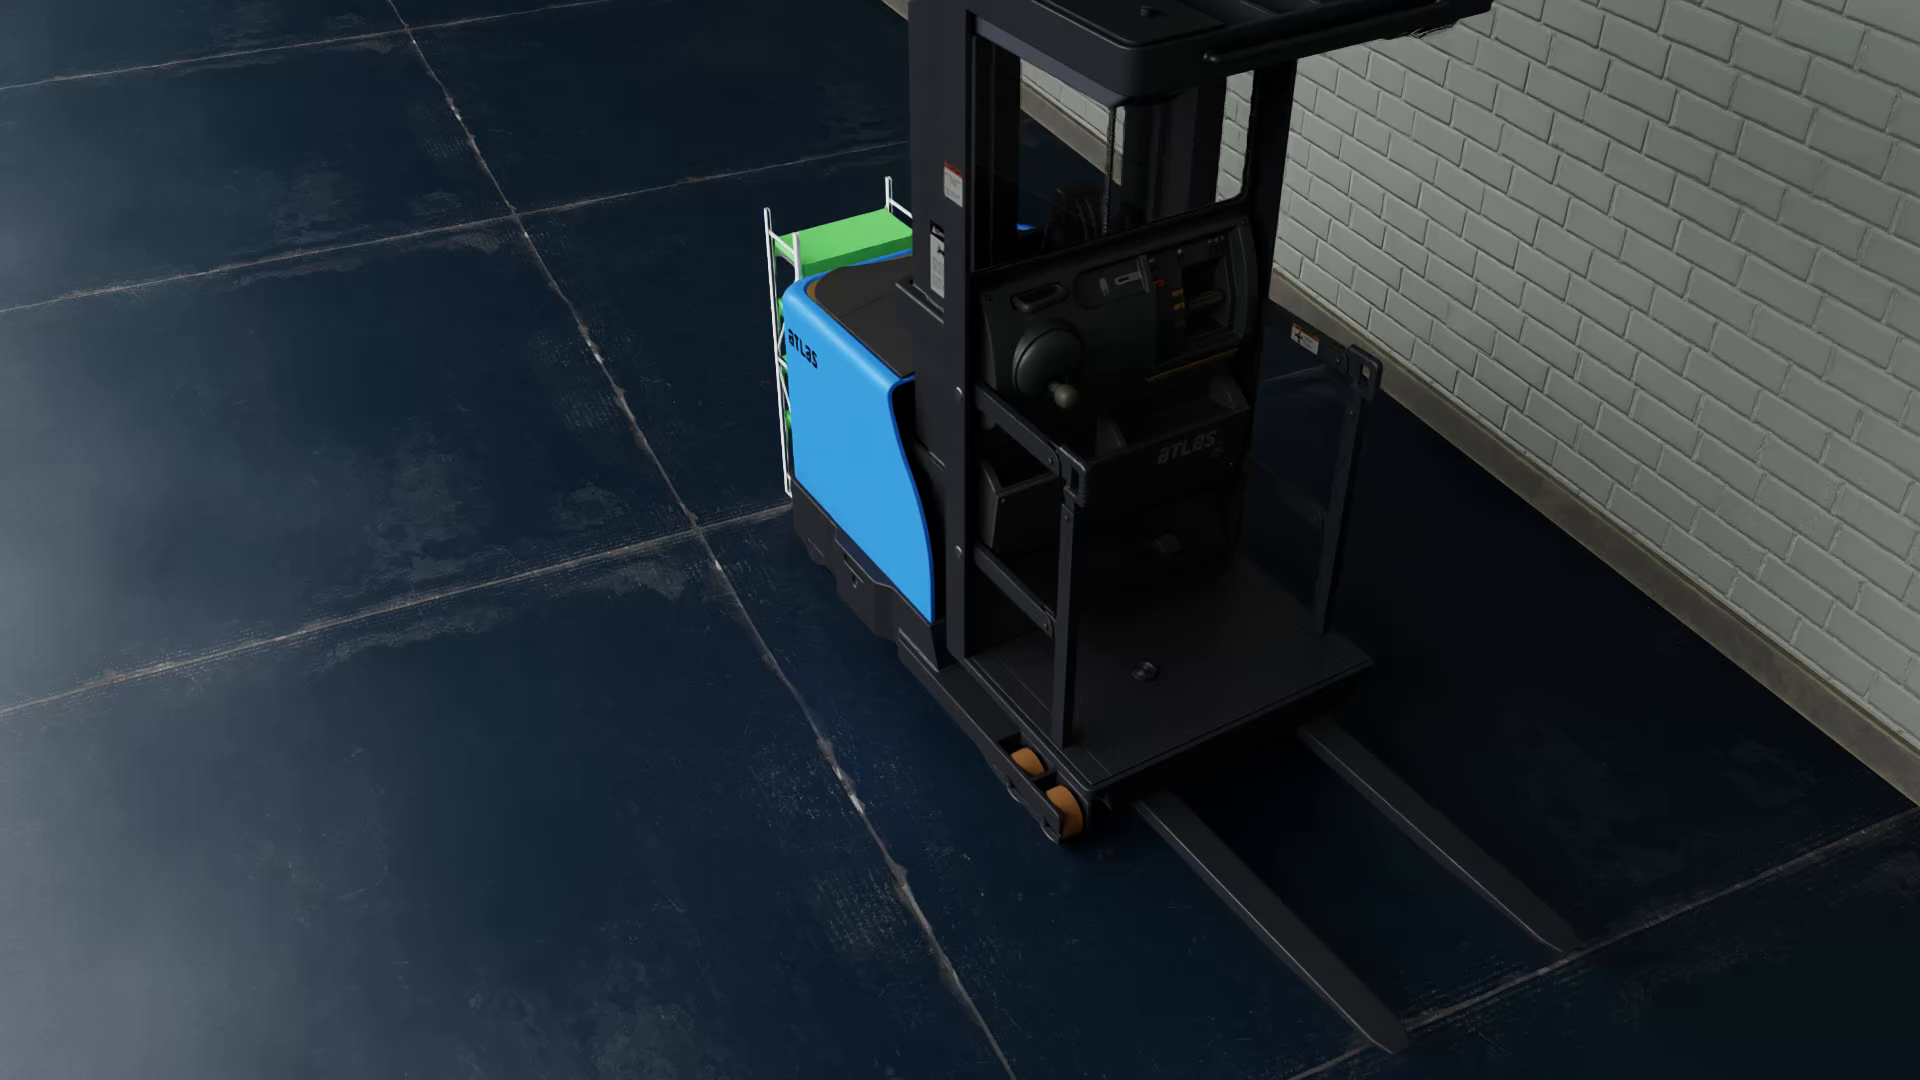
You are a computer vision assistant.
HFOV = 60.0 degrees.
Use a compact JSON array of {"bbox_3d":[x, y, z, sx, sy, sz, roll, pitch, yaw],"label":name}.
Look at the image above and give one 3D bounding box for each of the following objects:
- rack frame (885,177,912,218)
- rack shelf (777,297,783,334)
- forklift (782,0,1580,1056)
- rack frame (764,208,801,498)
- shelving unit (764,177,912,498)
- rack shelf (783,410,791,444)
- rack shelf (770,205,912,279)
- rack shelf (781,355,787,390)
[{"bbox_3d":[-0.200,-0.768,6.278,0.015,1.200,0.240,-20,41,-25],"label":"rack frame"},{"bbox_3d":[-0.407,-0.833,6.070,0.480,0.148,0.258,-20,41,-25],"label":"rack shelf"},{"bbox_3d":[0.579,-0.587,4.581,1.130,2.935,3.031,-20,41,-25],"label":"forklift"},{"bbox_3d":[-0.614,-0.614,6.071,0.015,1.200,0.240,-20,41,-25],"label":"rack frame"},{"bbox_3d":[-0.407,-0.691,6.175,0.503,1.200,0.258,-20,41,-25],"label":"shelving unit"},{"bbox_3d":[-0.407,-0.447,6.356,0.480,0.148,0.258,-20,41,-25],"label":"rack shelf"},{"bbox_3d":[-0.407,-1.025,5.927,0.480,0.148,0.258,-20,41,-25],"label":"rack shelf"},{"bbox_3d":[-0.407,-0.640,6.213,0.480,0.148,0.258,-20,41,-25],"label":"rack shelf"}]
